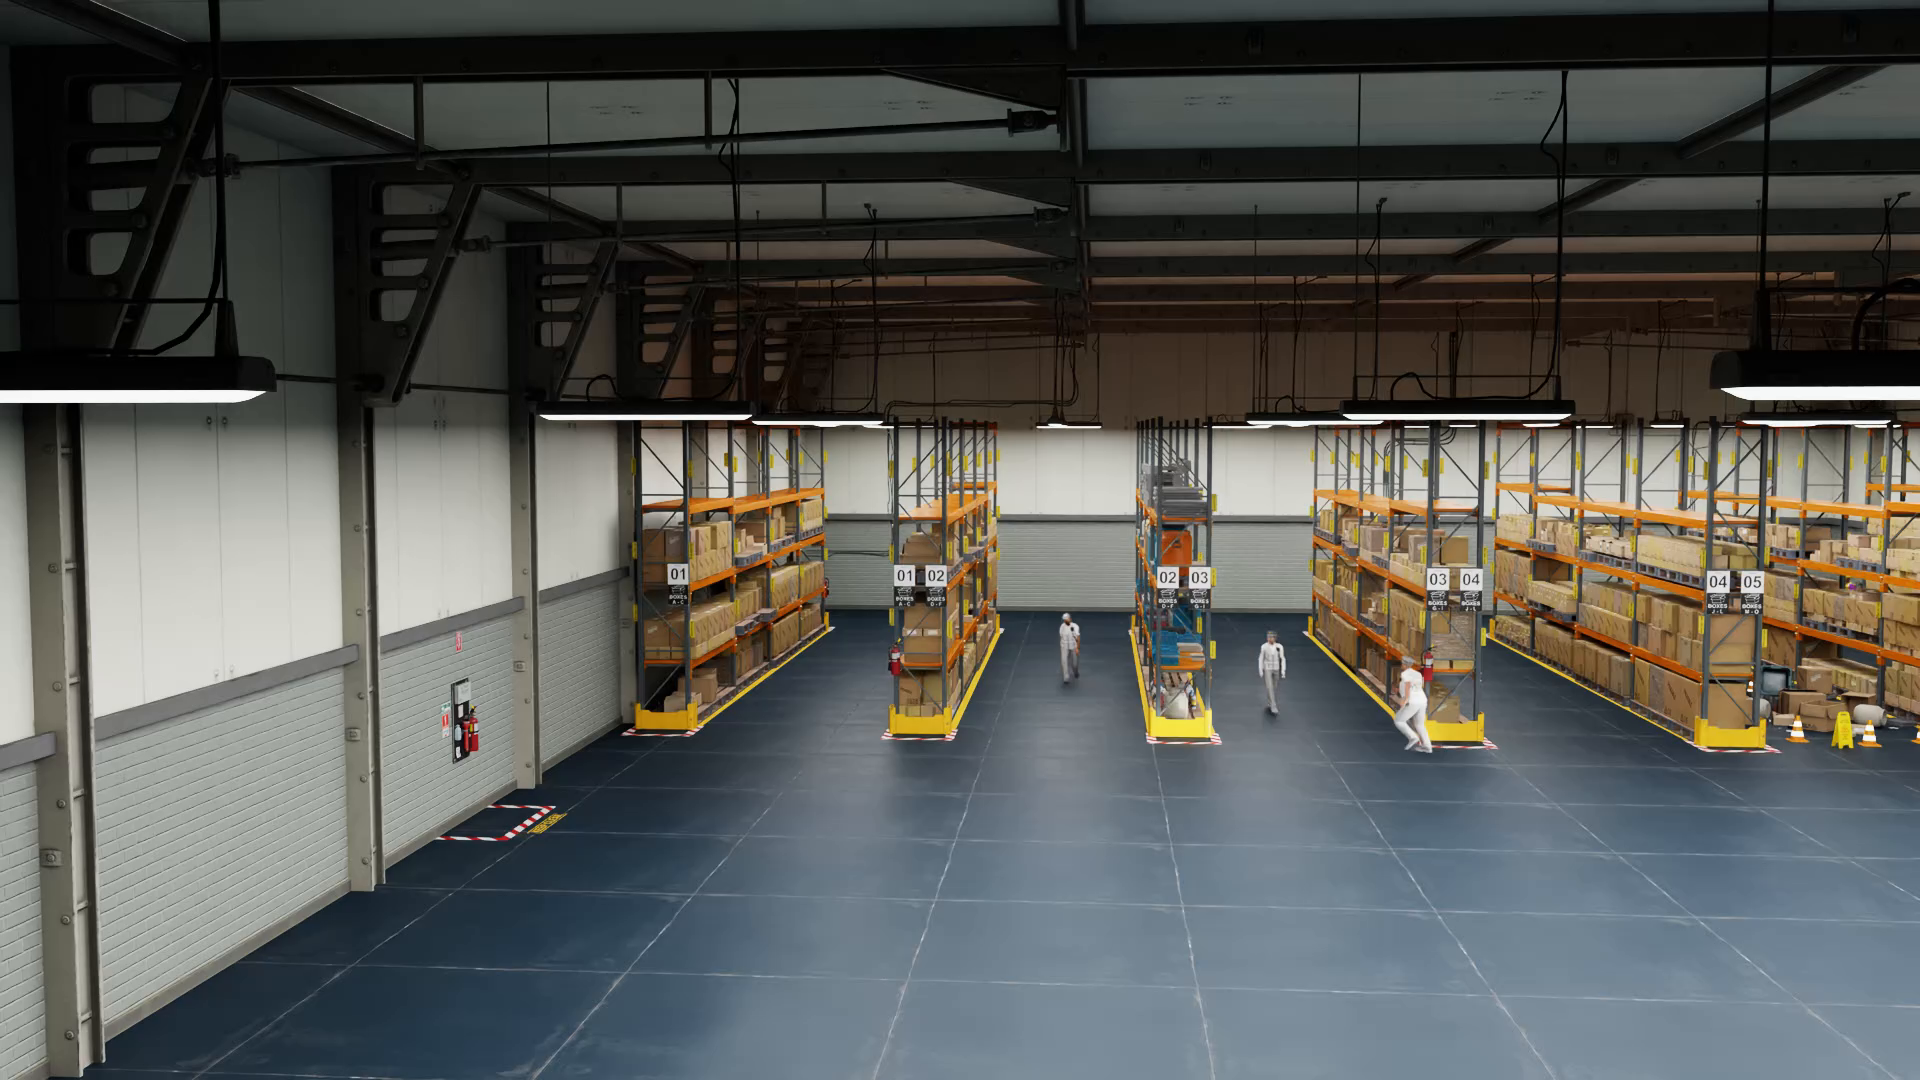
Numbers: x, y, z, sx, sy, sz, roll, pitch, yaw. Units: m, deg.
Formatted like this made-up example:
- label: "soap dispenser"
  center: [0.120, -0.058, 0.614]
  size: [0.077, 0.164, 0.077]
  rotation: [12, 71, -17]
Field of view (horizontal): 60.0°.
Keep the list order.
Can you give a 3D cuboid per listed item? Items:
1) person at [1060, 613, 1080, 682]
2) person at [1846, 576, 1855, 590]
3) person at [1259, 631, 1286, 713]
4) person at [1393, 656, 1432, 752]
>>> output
- label: "person"
  center: [2.511, 2.455, 38.102]
  size: [0.474, 1.555, 0.960]
  rotation: [1, 4, 13]
- label: "person"
  center: [24.982, 1.779, 46.801]
  size: [0.693, 1.755, 0.588]
  rotation: [0, 4, 2]
- label: "person"
  center: [6.391, 2.667, 33.949]
  size: [0.514, 1.631, 0.917]
  rotation: [0, 4, -3]
- label: "person"
  center: [8.103, 2.936, 29.912]
  size: [0.672, 1.667, 0.875]
  rotation: [-2, 4, -34]
